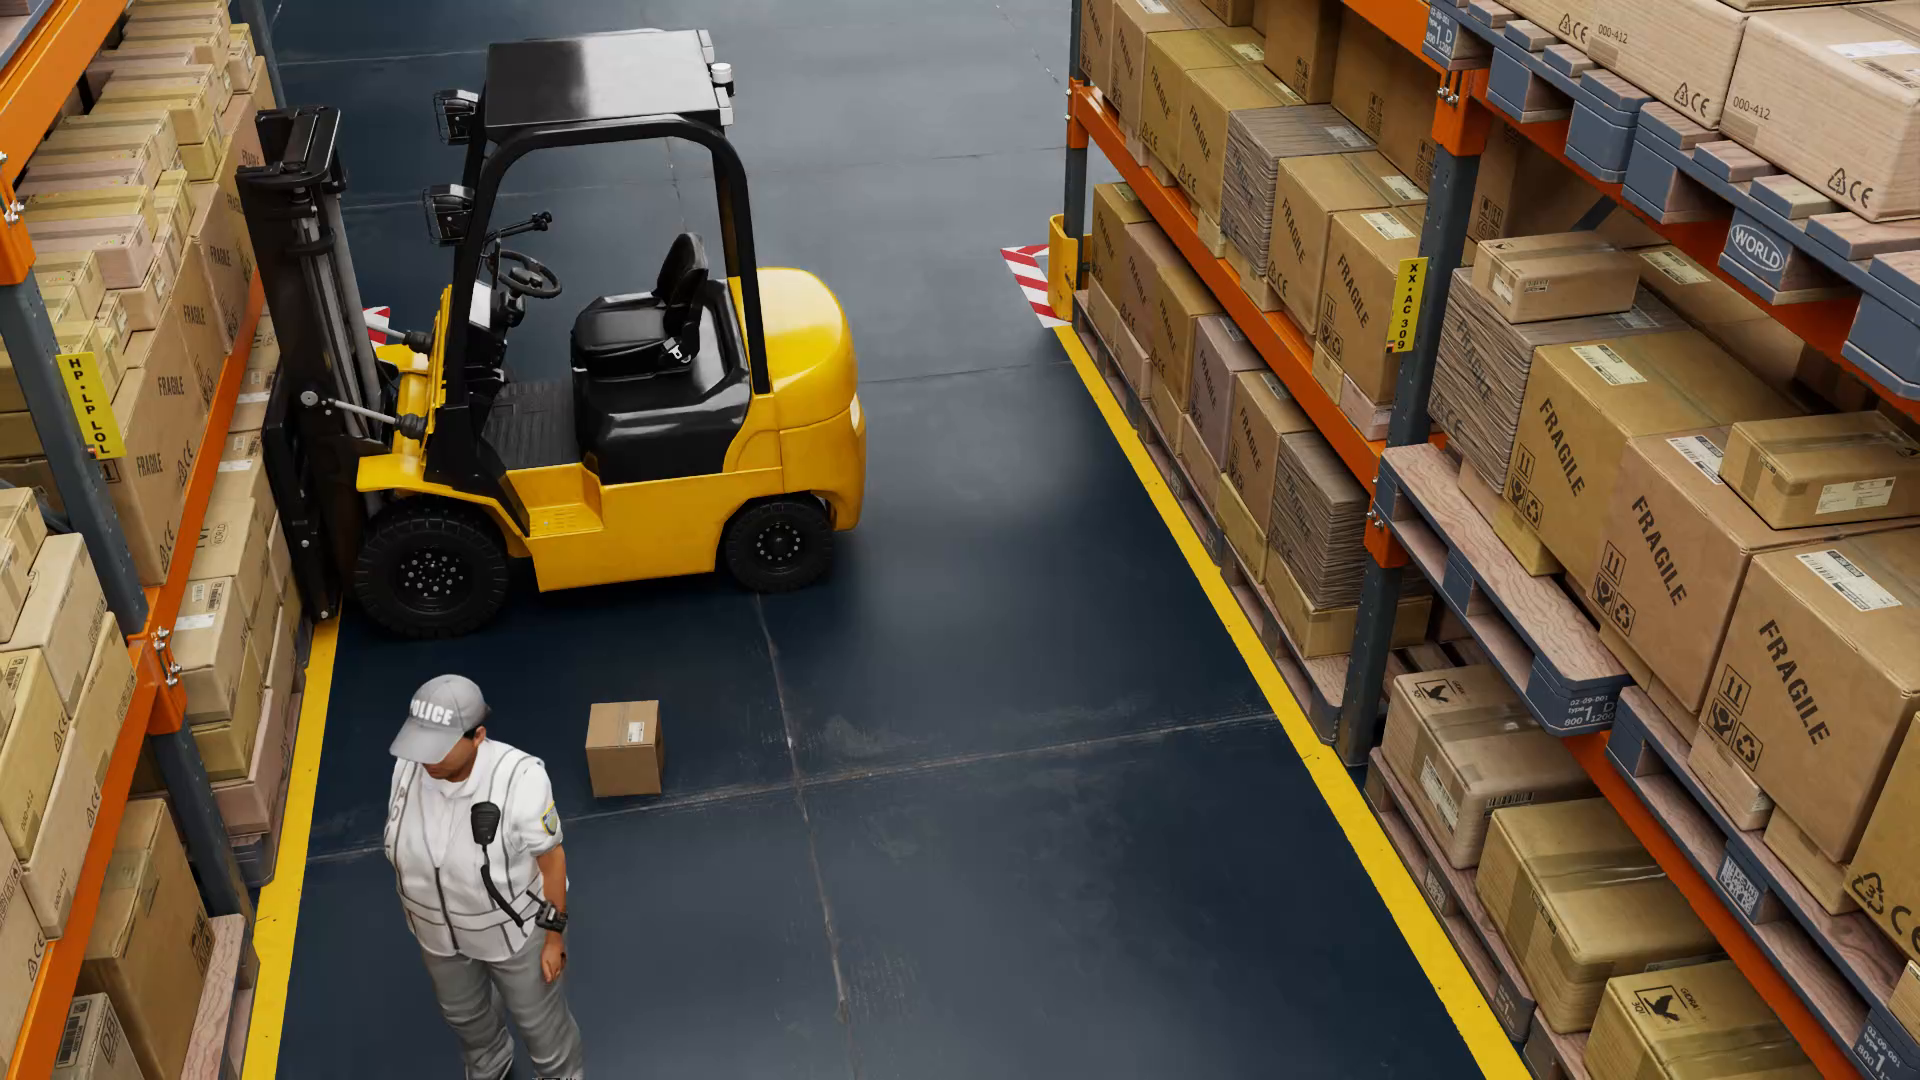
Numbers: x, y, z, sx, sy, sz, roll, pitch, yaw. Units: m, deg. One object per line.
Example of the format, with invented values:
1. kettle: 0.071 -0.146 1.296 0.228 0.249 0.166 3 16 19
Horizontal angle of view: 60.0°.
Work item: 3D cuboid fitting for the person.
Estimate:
1. person: -1.316 1.085 4.612 0.500 1.729 0.410 7 35 10
